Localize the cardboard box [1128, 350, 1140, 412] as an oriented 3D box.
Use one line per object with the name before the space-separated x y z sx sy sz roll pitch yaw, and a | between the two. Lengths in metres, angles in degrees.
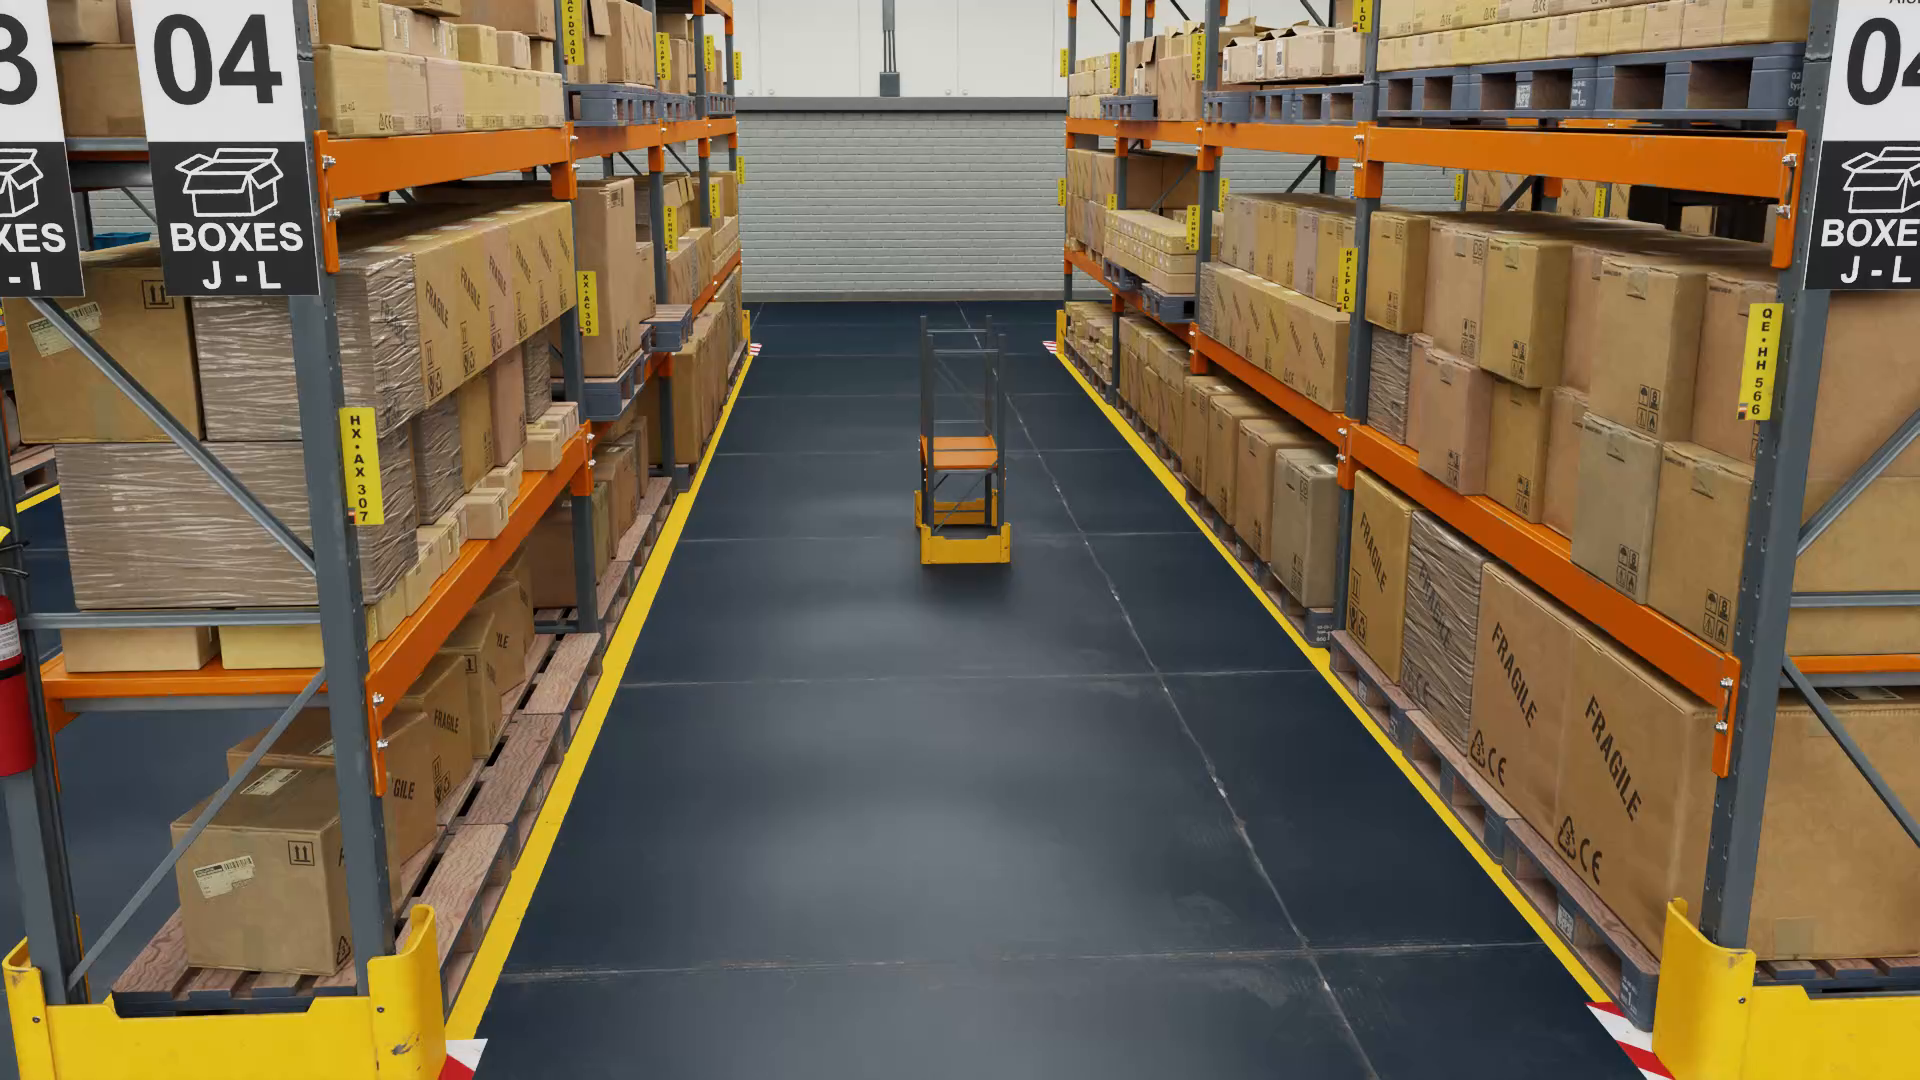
cardboard box | 1.847 -1.483 15.442 0.500 0.500 0.500 0 14 -1

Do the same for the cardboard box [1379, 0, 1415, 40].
cardboard box | 2.278 -2.470 7.745 0.500 0.250 0.500 -1 14 -3

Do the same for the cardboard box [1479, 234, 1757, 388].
cardboard box | 2.602 -0.920 6.613 0.875 0.550 0.500 -1 14 -3

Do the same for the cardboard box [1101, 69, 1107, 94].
cardboard box | 1.728 -4.672 16.942 0.500 0.250 0.500 -1 15 -6

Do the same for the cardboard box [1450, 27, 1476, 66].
cardboard box | 2.275 -2.054 6.929 0.380 0.149 0.250 -1 14 -4

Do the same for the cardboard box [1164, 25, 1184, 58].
cardboard box | 1.894 -4.102 13.694 0.396 0.266 0.258 -1 14 -3

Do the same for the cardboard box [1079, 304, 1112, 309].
cardboard box | 1.614 -2.712 19.734 0.380 0.149 0.250 -1 14 -2

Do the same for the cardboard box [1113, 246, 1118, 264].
cardboard box | 1.631 -2.655 15.486 0.380 0.149 0.250 -1 14 -3

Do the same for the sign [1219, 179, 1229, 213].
sign | 2.585 -3.379 16.317 0.100 0.325 0.005 -1 14 -3

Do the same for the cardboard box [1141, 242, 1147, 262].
cardboard box | 1.729 -2.412 13.945 0.380 0.149 0.250 -1 14 -4

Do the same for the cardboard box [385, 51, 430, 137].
cardboard box | -1.992 -1.405 5.250 0.500 0.250 0.500 -1 14 -5

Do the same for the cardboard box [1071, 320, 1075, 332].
cardboard box | 1.520 -2.567 19.767 0.380 0.149 0.250 -1 14 -4

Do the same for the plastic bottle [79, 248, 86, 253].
plastic bottle | -8.168 -2.555 15.535 0.144 0.351 0.185 -1 14 -3

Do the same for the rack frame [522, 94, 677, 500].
rack frame | -2.678 -1.763 12.358 1.000 3.000 0.127 -1 14 -3

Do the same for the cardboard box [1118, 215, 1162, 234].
cardboard box | 1.646 -2.879 15.162 0.380 0.149 0.250 -1 14 -4

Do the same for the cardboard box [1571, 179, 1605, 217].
cardboard box | 6.661 -3.556 17.122 0.500 0.500 0.500 -1 14 -4

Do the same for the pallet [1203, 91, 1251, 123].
pallet | 2.372 -3.016 11.589 1.213 0.211 1.003 0 14 -1

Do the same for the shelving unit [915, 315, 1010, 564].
shelving unit | 0.005 -0.707 11.266 0.587 1.500 1.083 -1 14 -3

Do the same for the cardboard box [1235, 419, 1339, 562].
cardboard box | 2.343 -0.326 10.447 1.050 0.750 0.750 -1 14 -3

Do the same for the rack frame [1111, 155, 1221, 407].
rack frame | 2.031 -2.809 16.425 1.000 3.000 0.127 -1 14 -3

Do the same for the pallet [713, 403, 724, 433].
pallet | -2.802 -1.216 15.831 1.003 0.211 1.213 -1 14 -3

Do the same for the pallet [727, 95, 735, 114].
pallet | -3.117 -4.978 19.012 1.003 0.211 1.213 -1 14 -3

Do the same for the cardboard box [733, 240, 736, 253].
cardboard box | -2.776 -3.358 19.061 0.380 0.149 0.250 -1 14 -2

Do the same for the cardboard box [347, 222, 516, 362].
cardboard box | -2.038 -0.964 6.449 0.500 0.500 0.500 -1 14 -3

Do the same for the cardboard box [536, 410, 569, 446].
cardboard box | -2.117 -0.535 8.091 0.380 0.149 0.250 -1 14 -3

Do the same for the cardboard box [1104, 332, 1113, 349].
cardboard box | 1.694 -2.067 17.226 0.380 0.149 0.250 -1 14 -3

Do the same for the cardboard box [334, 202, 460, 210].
cardboard box | -2.656 -1.329 7.867 0.500 0.500 0.500 -1 14 -3

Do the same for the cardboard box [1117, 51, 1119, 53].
cardboard box | 1.739 -4.698 16.243 0.380 0.149 0.250 -2 15 -6

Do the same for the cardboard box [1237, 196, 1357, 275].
cardboard box | 2.330 -2.109 11.498 0.700 0.500 0.500 -1 14 -4

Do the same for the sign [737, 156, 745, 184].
sign | -2.631 -4.433 19.936 0.100 0.325 0.005 -1 14 -3

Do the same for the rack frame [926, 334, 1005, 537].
rack frame | 0.037 -0.579 10.766 0.500 1.500 0.032 -1 14 -3

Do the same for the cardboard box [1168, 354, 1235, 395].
cardboard box | 1.975 -1.336 13.369 0.500 0.250 0.500 -1 14 -5

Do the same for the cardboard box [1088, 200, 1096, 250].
cardboard box | 1.659 -3.370 17.808 0.500 0.500 0.500 -1 14 -4

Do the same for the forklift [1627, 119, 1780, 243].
forklift | 5.090 -1.332 10.820 1.130 2.935 3.031 -5 15 -18

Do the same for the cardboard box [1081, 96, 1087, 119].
cardboard box | 1.629 -4.809 18.480 0.500 0.250 0.500 -1 14 -5

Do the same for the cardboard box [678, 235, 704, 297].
cardboard box | -2.561 -2.441 14.793 0.500 0.500 0.500 -1 14 -4

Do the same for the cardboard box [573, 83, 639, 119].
cardboard box | -2.331 -2.780 10.594 0.500 0.250 0.500 0 14 -2

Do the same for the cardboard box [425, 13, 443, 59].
cardboard box | -2.015 -1.742 5.760 0.380 0.149 0.250 -2 15 -6

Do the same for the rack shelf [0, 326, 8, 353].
rack shelf | -7.745 -1.835 14.084 1.077 0.370 4.000 -1 14 -3

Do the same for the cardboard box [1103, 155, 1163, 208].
cardboard box | 1.732 -3.599 16.689 0.500 0.500 0.500 -1 14 -5

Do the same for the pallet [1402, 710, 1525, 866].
pallet | 2.575 1.025 7.117 1.003 0.211 1.213 -1 14 -3

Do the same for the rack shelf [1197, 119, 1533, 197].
rack shelf | 2.403 -2.421 10.341 1.077 0.370 4.000 -1 14 -3

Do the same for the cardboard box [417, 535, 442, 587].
cardboard box | -1.995 0.087 5.672 0.380 0.149 0.250 -1 14 -3

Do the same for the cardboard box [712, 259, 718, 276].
cardboard box | -2.612 -2.715 16.562 0.380 0.149 0.250 -1 14 -3

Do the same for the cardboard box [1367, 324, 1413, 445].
cardboard box | 2.562 -0.801 8.317 0.875 0.550 0.550 -1 14 -3

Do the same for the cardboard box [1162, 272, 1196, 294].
cardboard box | 1.790 -2.012 12.986 0.380 0.149 0.250 -1 14 -3

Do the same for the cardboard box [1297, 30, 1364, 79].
cardboard box | 2.231 -2.755 9.452 0.500 0.250 0.500 -1 14 -4

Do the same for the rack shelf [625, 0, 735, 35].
rack shelf | -3.049 -5.618 17.550 1.077 0.370 4.000 -1 14 -3

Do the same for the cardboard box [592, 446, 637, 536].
cardboard box | -2.527 -0.320 10.885 0.700 0.500 0.500 0 14 1

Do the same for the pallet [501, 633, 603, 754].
pallet | -2.353 0.749 8.192 1.003 0.211 1.213 -1 14 -3

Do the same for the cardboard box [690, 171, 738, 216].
cardboard box | -2.881 -4.070 19.524 0.500 0.500 0.500 -1 14 -3

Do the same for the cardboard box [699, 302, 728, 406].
cardboard box | -2.866 -1.773 15.820 1.225 0.875 0.875 -1 14 -3

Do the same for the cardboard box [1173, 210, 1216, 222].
cardboard box | 2.251 -3.082 15.953 0.380 0.149 0.250 0 14 -1
